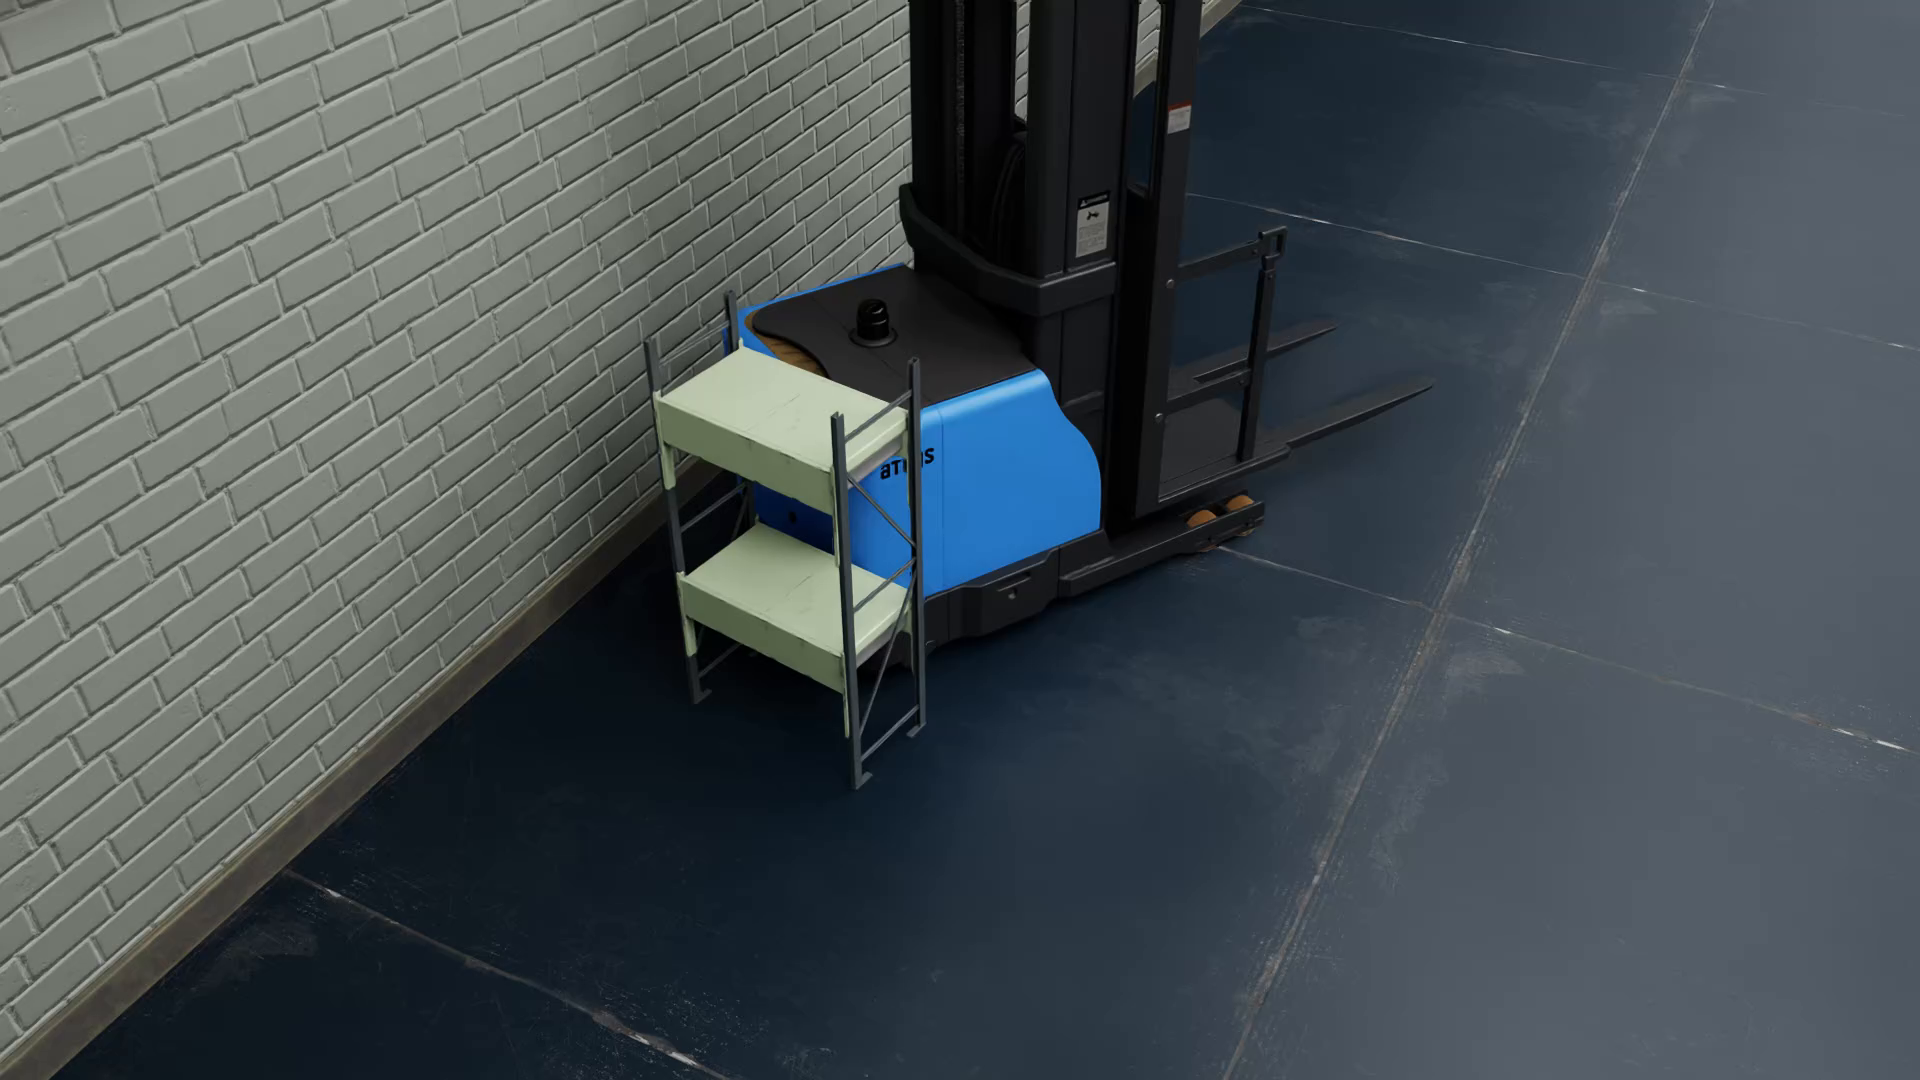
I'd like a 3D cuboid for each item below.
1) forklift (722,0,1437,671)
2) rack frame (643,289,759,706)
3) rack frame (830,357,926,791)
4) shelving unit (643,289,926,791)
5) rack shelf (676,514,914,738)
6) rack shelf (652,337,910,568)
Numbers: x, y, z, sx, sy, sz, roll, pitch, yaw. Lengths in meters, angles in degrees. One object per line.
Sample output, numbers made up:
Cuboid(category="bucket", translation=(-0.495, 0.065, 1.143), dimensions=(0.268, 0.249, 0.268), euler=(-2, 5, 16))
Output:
Cuboid(category="forklift", translation=(0.638, -1.368, 6.128), dimensions=(3.031, 2.935, 1.130), euler=(-21, 42, -25))
Cuboid(category="rack frame", translation=(-0.843, -0.105, 5.648), dimensions=(0.023, 1.500, 0.400), euler=(23, 43, 27))
Cuboid(category="rack frame", translation=(-0.245, 0.150, 5.312), dimensions=(0.023, 1.500, 0.400), euler=(23, 43, 27))
Cuboid(category="shelving unit", translation=(-0.544, 0.022, 5.480), dimensions=(0.755, 1.500, 0.431), euler=(23, 43, 27))
Cuboid(category="rack shelf", translation=(-0.544, 0.282, 5.677), dimensions=(0.720, 0.370, 0.431), euler=(23, 43, 27))
Cuboid(category="rack shelf", translation=(-0.544, -0.288, 5.244), dimensions=(0.720, 0.370, 0.431), euler=(23, 43, 27))
